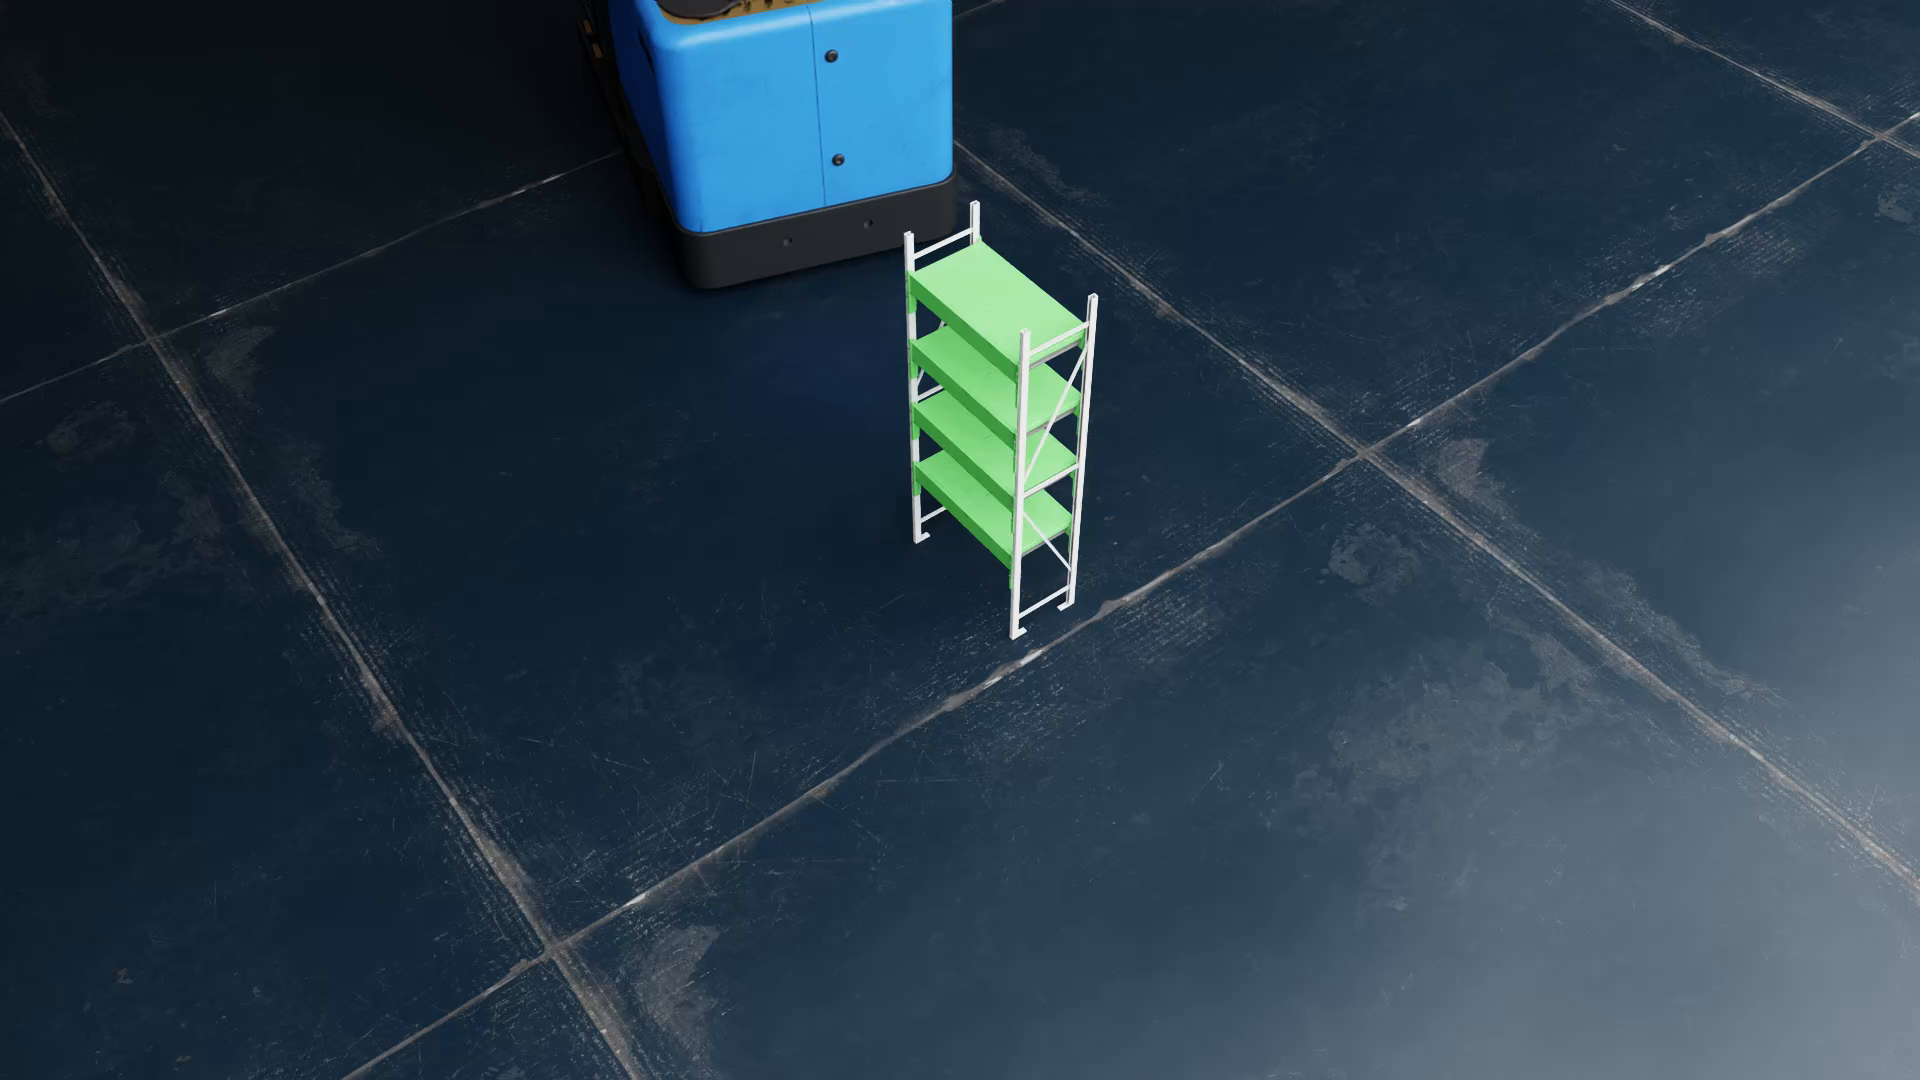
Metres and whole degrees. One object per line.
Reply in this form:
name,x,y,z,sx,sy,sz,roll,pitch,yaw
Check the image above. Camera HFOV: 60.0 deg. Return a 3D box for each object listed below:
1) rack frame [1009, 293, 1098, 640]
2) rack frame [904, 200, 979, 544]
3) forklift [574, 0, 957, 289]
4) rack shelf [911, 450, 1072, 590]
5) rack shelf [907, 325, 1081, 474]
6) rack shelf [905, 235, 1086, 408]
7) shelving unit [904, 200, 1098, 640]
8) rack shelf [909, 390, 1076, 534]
rack frame,0.248,-0.162,4.587,0.240,1.200,0.015,-29,54,-24
rack frame,-0.048,-0.449,4.847,0.240,1.200,0.015,-29,54,-24
forklift,-0.993,-3.001,5.992,1.130,2.935,3.031,-15,50,-13
rack shelf,0.100,-0.101,4.942,0.258,0.148,0.480,-29,54,-24
rack shelf,0.100,-0.424,4.587,0.258,0.148,0.480,-29,54,-24
rack shelf,0.100,-0.585,4.409,0.258,0.148,0.480,-29,54,-24
shelving unit,0.100,-0.305,4.717,0.258,1.200,0.503,-29,54,-24
rack shelf,0.100,-0.262,4.764,0.258,0.148,0.480,-29,54,-24
